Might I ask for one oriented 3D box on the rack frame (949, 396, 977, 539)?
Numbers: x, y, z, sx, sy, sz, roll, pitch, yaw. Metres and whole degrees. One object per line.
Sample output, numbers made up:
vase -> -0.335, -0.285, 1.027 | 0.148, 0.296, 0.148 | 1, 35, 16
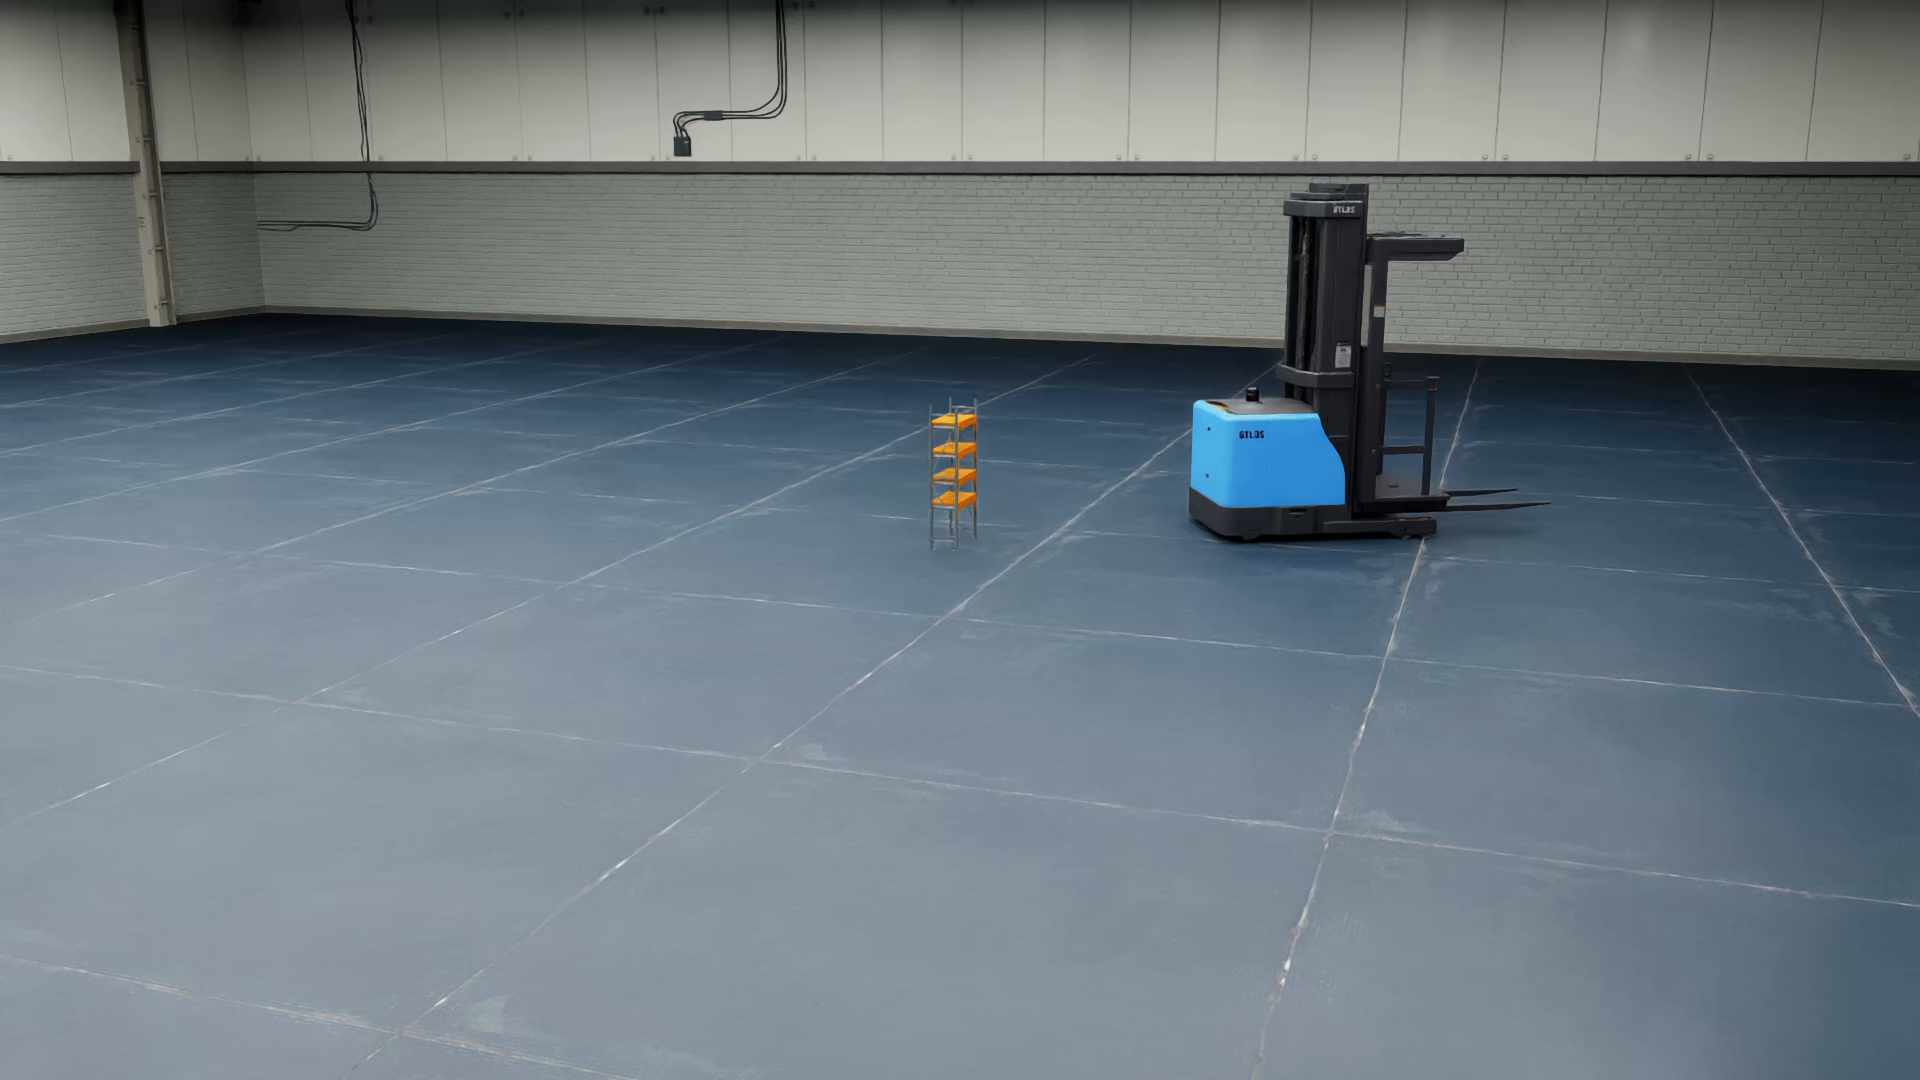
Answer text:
rack frame -> 0.025, -0.601, 13.927 | 0.240, 1.200, 0.015 | 4, 14, 18

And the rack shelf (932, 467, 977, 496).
rack shelf -> -0.054, -0.485, 13.717 | 0.258, 0.148, 0.480 | 4, 14, 18

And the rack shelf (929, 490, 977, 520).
rack shelf -> -0.054, -0.291, 13.761 | 0.258, 0.148, 0.480 | 4, 14, 18

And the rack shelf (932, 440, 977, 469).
rack shelf -> -0.054, -0.703, 13.667 | 0.258, 0.148, 0.480 | 4, 14, 18

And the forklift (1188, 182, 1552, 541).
forklift -> 3.585, -1.556, 14.218 | 3.031, 2.935, 1.130 | -2, 13, -9

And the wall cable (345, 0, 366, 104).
wall cable -> -10.660, -9.817, 32.406 | 3.097, 2.526, 0.112 | 4, 14, 18

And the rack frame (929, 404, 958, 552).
rack frame -> -0.133, -0.499, 13.477 | 0.240, 1.200, 0.015 | 4, 14, 18

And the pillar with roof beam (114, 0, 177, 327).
pillar with roof beam -> -11.351, -8.229, 29.817 | 9.100, 9.000, 0.548 | 4, 14, 18

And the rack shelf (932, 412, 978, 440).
rack shelf -> -0.054, -0.933, 13.614 | 0.258, 0.148, 0.480 | 4, 14, 18

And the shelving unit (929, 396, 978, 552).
shelving unit -> -0.054, -0.550, 13.702 | 0.258, 1.200, 0.503 | 4, 14, 18

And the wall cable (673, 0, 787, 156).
wall cable -> -4.242, -10.035, 30.088 | 2.305, 6.003, 0.169 | 4, 14, 18

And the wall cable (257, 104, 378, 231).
wall cable -> -13.220, -7.550, 33.821 | 3.097, 2.526, 0.112 | 4, 14, 18

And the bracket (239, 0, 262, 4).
bracket -> -14.187, -10.854, 33.232 | 0.235, 0.232, 0.430 | 4, 14, 18
